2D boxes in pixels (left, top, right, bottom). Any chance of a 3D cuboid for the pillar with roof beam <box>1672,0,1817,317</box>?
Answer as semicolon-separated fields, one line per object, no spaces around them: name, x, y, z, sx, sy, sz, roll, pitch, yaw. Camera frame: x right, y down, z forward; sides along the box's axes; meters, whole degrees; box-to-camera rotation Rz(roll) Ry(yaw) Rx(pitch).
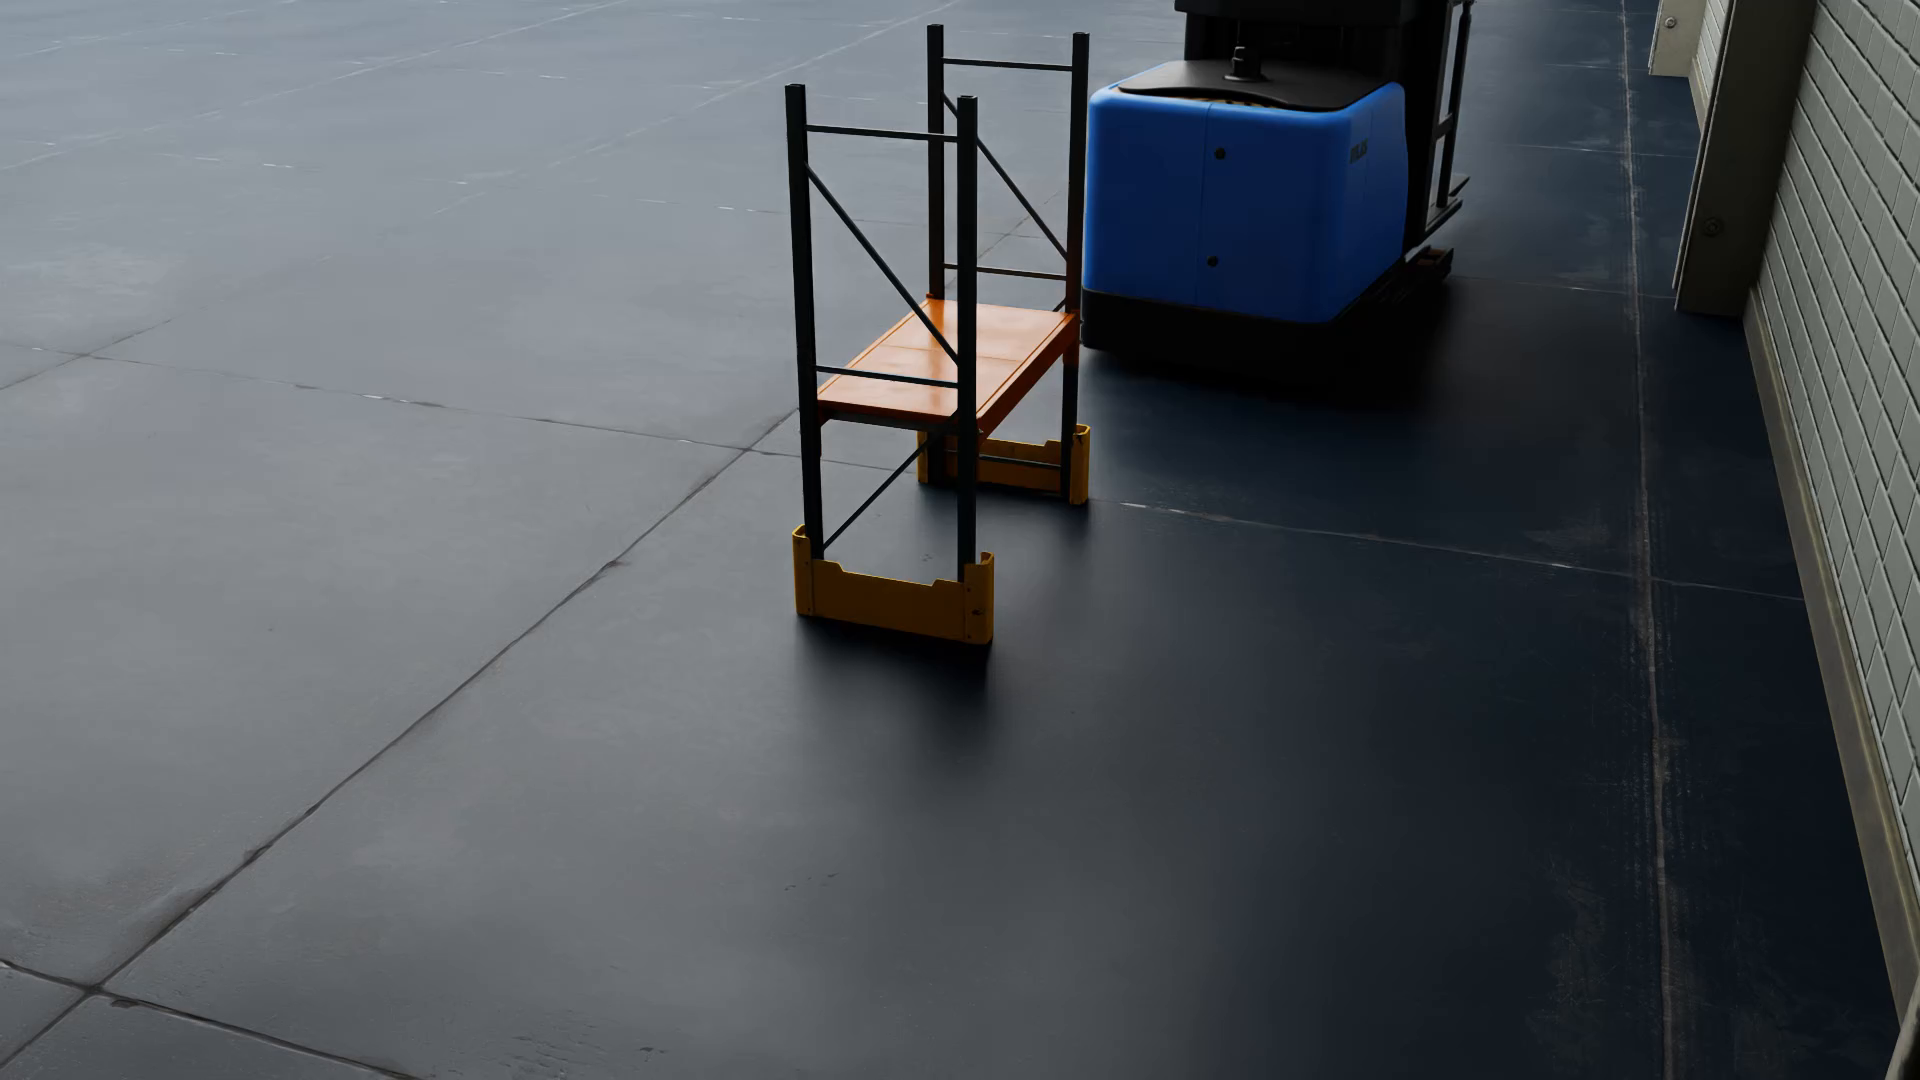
pillar with roof beam;-0.690;-5.747;6.794;9.100;9.000;0.400;9;27;17

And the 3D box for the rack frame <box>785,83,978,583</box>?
rack frame;-0.198;-0.431;4.419;0.500;1.500;0.032;9;27;17

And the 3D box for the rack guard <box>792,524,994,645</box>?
rack guard;-0.191;0.123;4.708;0.587;0.250;0.087;9;27;17

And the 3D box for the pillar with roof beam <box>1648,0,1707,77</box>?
pillar with roof beam;1.307;-8.213;11.887;9.100;9.000;0.400;9;27;17

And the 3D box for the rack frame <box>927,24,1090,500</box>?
rack frame;0.141;-0.849;5.282;0.500;1.500;0.032;9;27;17

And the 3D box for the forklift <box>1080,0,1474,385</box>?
forklift;1.626;-2.510;7.072;1.130;2.935;3.031;13;29;26

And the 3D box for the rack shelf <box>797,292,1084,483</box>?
rack shelf;-0.028;-0.478;4.929;0.538;0.185;1.000;9;27;17

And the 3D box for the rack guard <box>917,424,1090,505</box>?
rack guard;0.140;-0.286;5.554;0.587;0.250;0.087;9;27;17

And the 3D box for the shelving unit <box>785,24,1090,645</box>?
shelving unit;-0.025;-0.644;4.858;0.587;1.500;1.083;9;27;17
